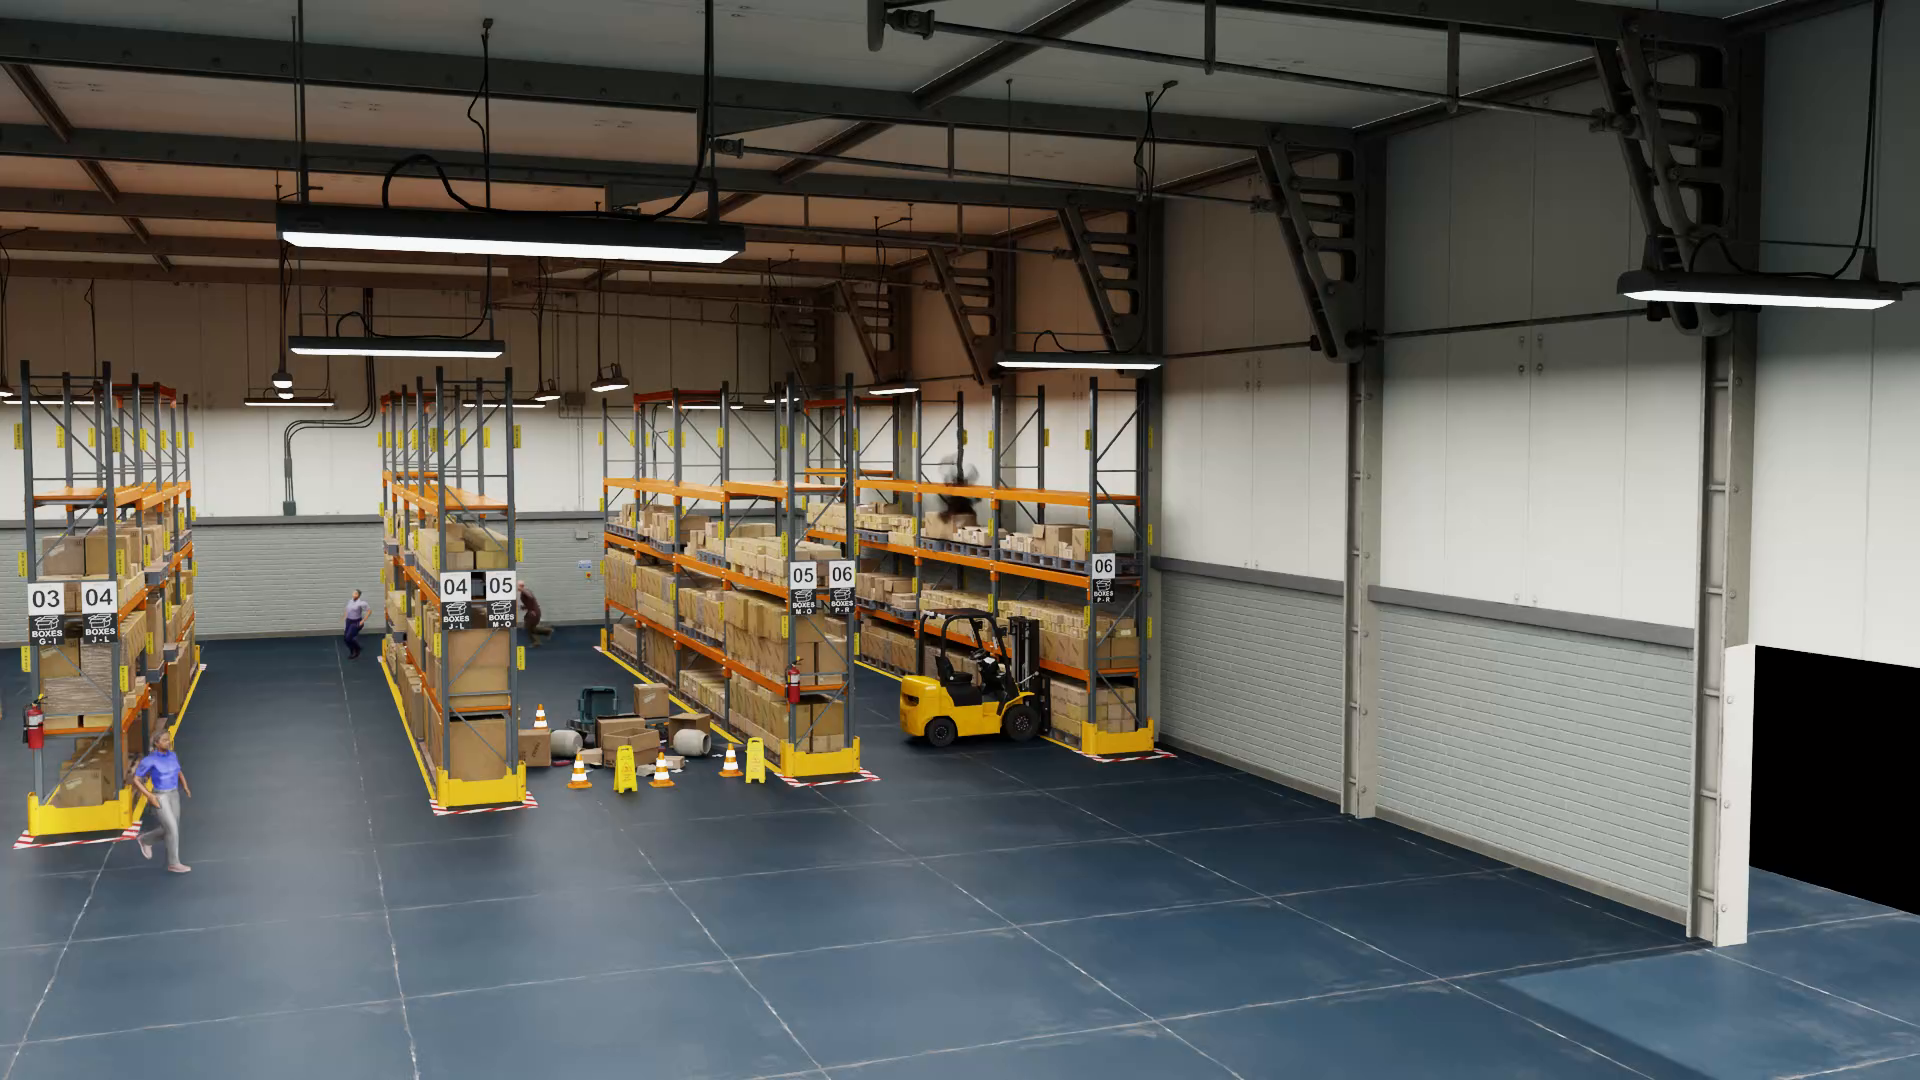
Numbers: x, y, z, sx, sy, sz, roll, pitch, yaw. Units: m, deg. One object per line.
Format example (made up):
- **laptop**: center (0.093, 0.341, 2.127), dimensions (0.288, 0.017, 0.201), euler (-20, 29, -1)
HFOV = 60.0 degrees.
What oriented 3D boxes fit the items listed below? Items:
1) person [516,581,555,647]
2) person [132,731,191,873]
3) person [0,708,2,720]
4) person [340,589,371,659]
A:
- **person**: center (-10.284, 1.794, 40.194), dimensions (0.938, 1.644, 0.726), euler (-1, 4, -14)
- **person**: center (-9.296, 3.031, 19.316), dimensions (0.797, 1.618, 0.608), euler (1, 4, 18)
- **person**: center (-13.754, 2.758, 23.318), dimensions (0.565, 1.639, 0.599), euler (-2, 4, -30)
- **person**: center (-13.825, 1.931, 37.922), dimensions (0.680, 1.592, 0.516), euler (2, 4, 27)
